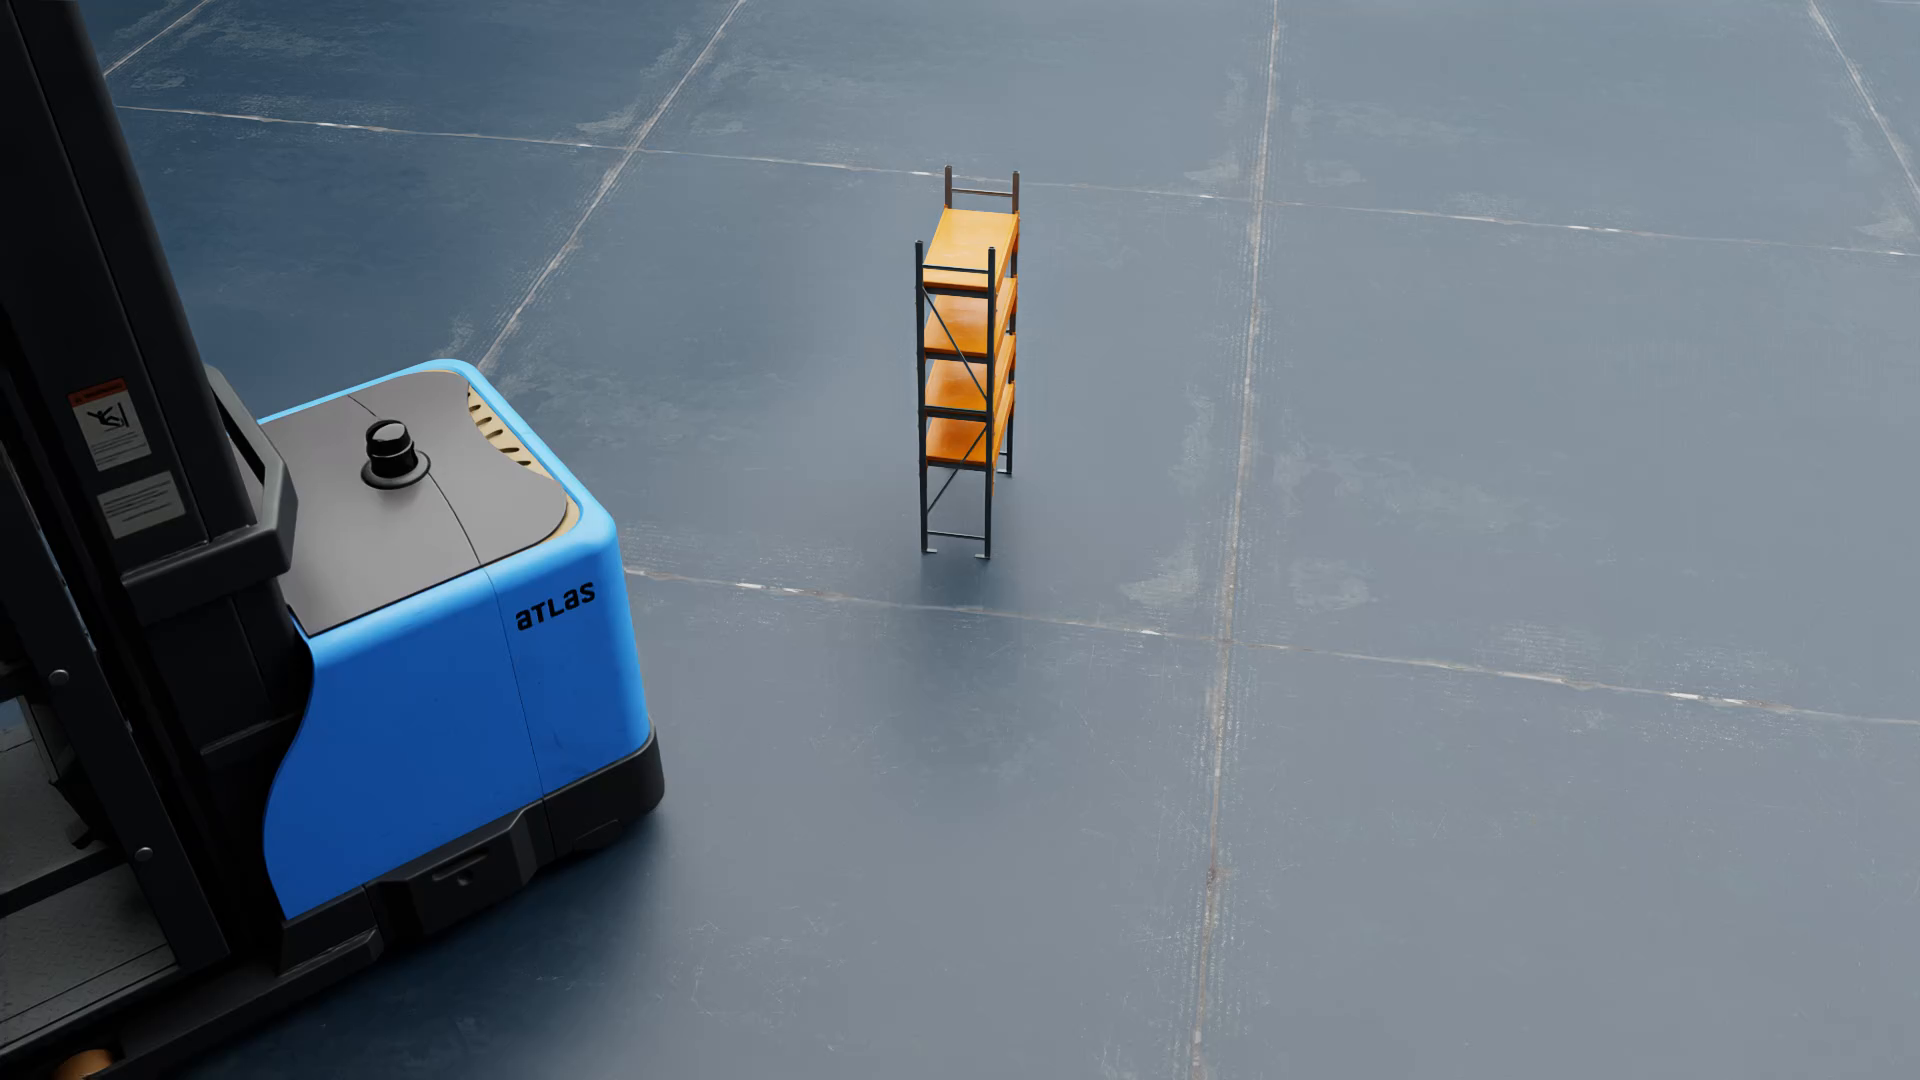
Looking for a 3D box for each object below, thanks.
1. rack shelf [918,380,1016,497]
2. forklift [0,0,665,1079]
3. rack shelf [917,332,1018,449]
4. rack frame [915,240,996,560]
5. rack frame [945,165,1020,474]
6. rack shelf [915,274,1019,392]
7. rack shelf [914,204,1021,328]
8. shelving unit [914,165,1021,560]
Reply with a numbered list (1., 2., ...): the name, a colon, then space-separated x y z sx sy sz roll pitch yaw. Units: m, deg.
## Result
1. rack shelf: 0.029 -0.361 5.663 0.258 0.148 0.480 6 40 8
2. forklift: -2.335 -0.037 3.494 3.031 2.935 1.130 -25 46 -27
3. rack shelf: 0.029 -0.514 5.536 0.258 0.148 0.480 6 40 8
4. rack frame: -0.014 -0.413 5.308 0.240 1.200 0.015 6 40 8
5. rack frame: 0.071 -0.719 5.679 0.240 1.200 0.015 6 40 8
6. rack shelf: 0.029 -0.687 5.394 0.258 0.148 0.480 6 40 8
7. rack shelf: 0.029 -0.869 5.243 0.258 0.148 0.480 6 40 8
8. shelving unit: 0.029 -0.566 5.493 0.258 1.200 0.503 6 40 8
